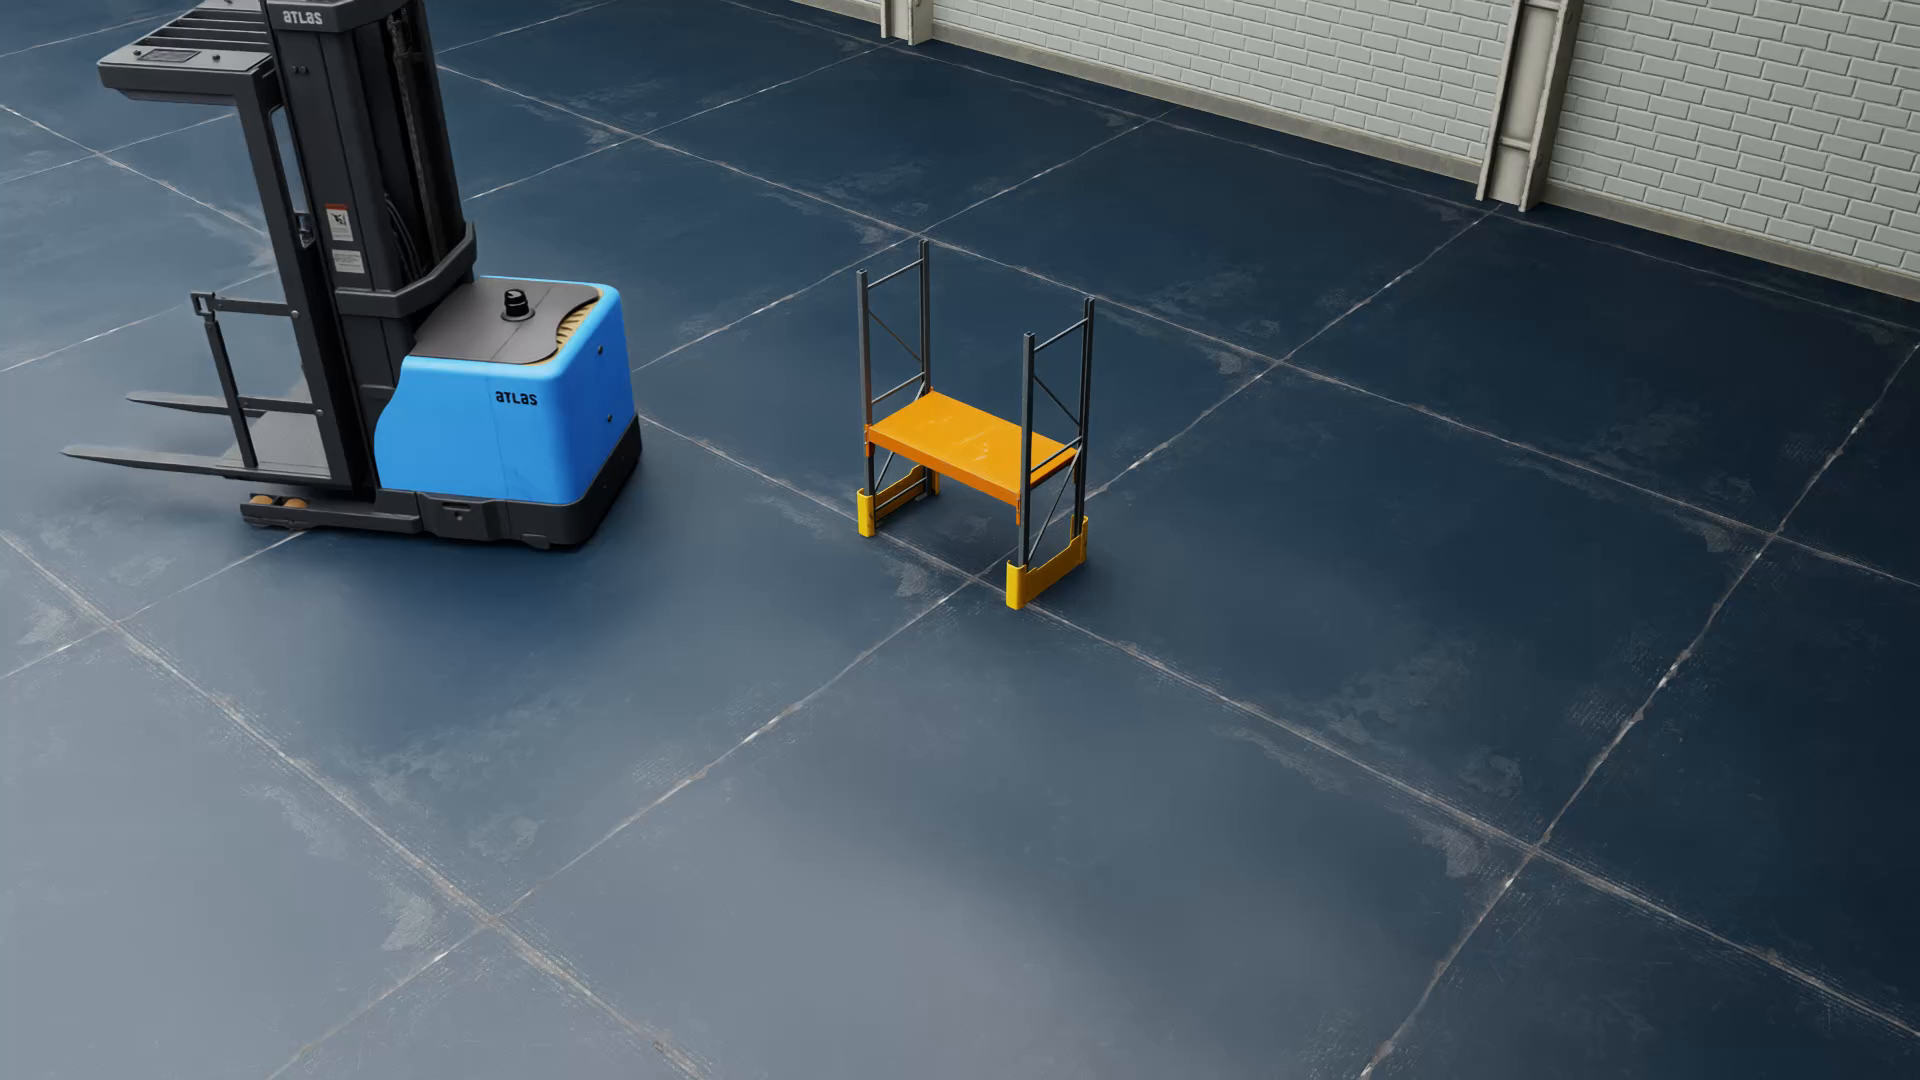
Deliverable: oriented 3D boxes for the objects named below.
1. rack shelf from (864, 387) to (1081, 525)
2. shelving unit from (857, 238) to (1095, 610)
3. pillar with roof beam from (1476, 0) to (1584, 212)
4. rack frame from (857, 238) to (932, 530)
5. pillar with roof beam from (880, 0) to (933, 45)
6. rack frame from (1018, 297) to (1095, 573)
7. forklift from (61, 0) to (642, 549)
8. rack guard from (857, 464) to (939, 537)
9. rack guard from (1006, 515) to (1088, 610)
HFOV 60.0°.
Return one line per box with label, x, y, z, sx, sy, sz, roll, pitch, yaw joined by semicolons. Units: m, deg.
rack shelf;0.066;-0.439;8.382;1.000;0.185;0.538;25;42;32
shelving unit;0.059;-0.591;8.285;1.083;1.500;0.587;25;42;32
pillar with roof beam;1.362;-4.392;7.196;0.400;9.000;9.100;25;42;32
rack frame;-0.325;-0.771;8.549;0.032;1.500;0.500;25;42;32
pillar with roof beam;-3.249;-6.565;10.361;0.400;9.000;9.100;25;42;32
rack frame;0.456;-0.403;8.012;0.032;1.500;0.500;25;42;32
forklift;-3.352;-1.548;8.415;3.031;2.935;1.130;5;35;8
rack guard;-0.324;-0.256;8.902;0.087;0.250;0.587;25;42;32
rack guard;0.441;0.105;8.376;0.087;0.250;0.587;25;42;32
